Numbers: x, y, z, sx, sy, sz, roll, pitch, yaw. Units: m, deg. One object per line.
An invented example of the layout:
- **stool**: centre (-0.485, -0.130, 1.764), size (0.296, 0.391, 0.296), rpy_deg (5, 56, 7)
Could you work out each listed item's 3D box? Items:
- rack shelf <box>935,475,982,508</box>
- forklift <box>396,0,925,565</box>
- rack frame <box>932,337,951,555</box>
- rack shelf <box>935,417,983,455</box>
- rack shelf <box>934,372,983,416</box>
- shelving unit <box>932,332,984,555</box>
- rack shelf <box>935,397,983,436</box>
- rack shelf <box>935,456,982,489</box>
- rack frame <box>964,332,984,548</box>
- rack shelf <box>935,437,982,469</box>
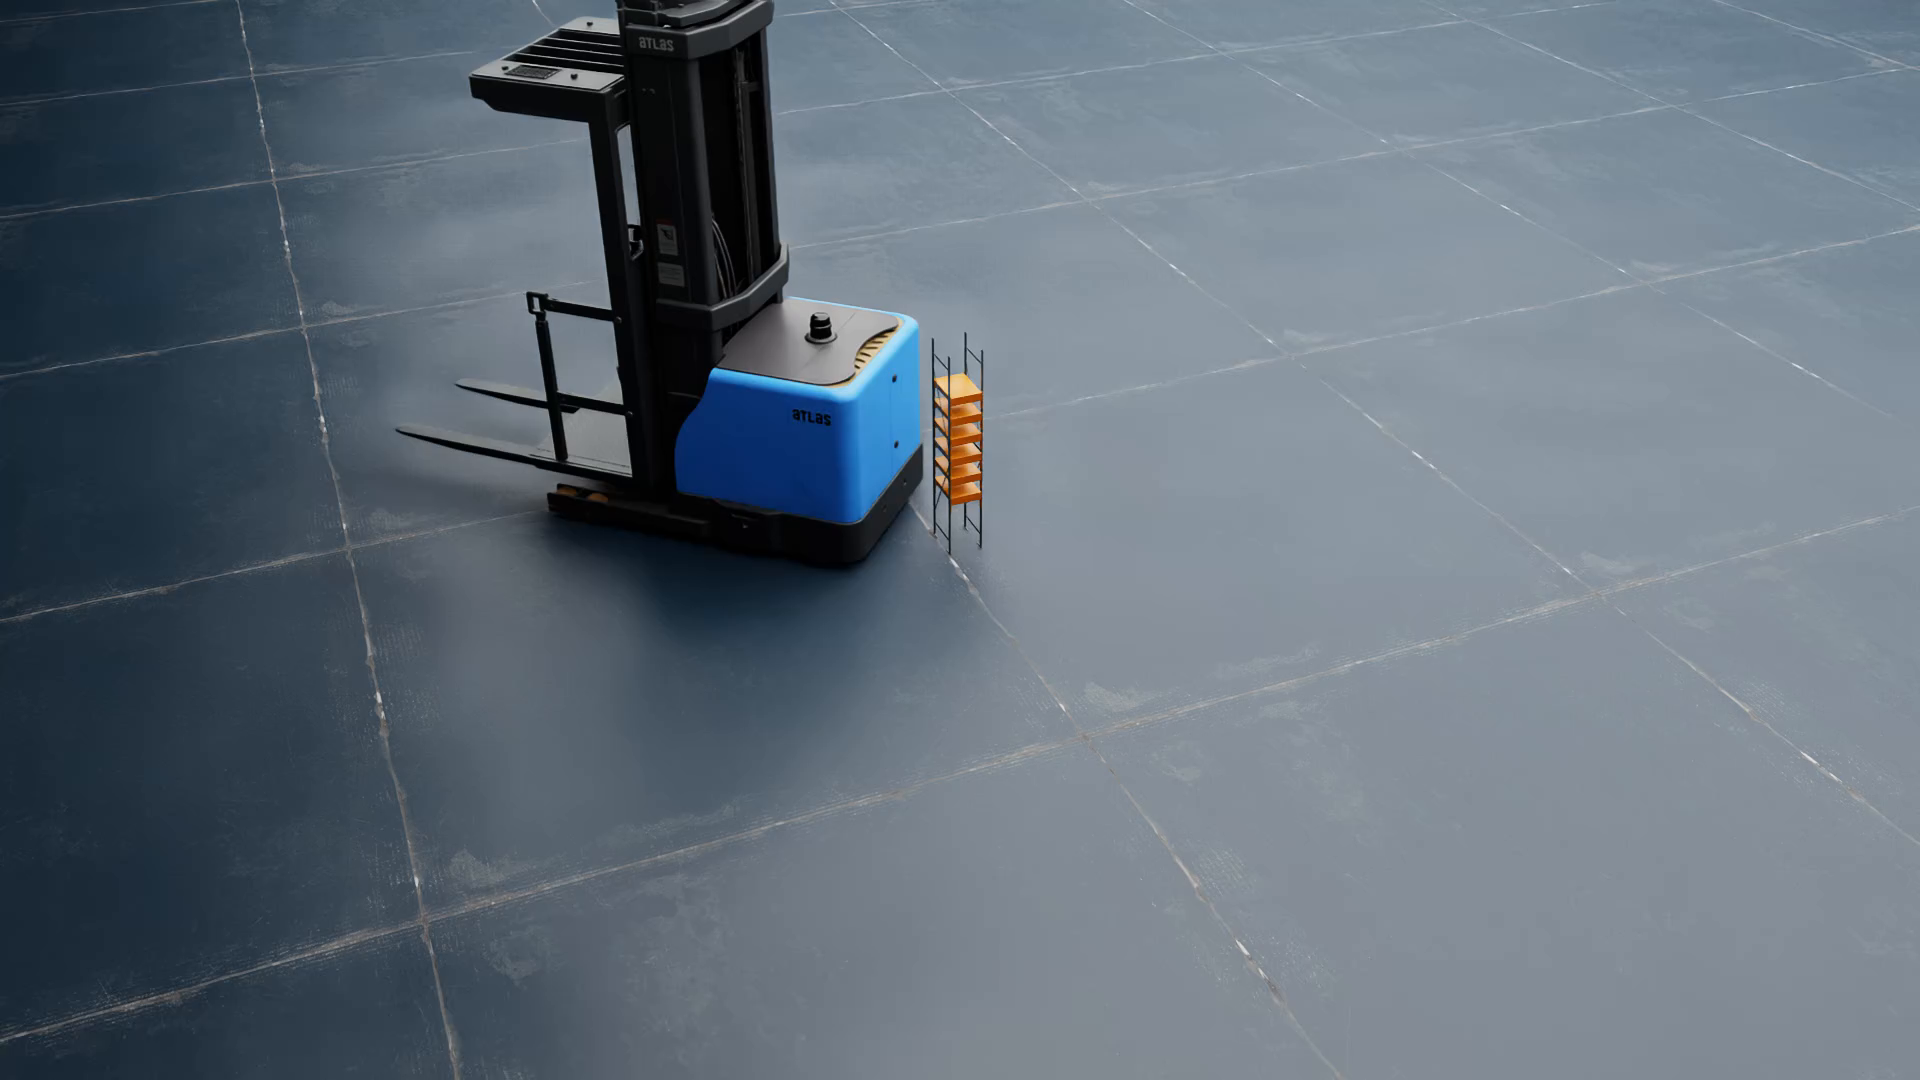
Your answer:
- **rack shelf**: centre (-0.013, -0.261, 8.991), size (0.180, 0.103, 0.258), rpy_deg (-13, 35, -19)
- **forklift**: centre (-1.776, -1.580, 8.908), size (3.031, 2.935, 1.130), rpy_deg (11, 35, 17)
- **rack frame**: centre (-0.098, -0.481, 8.806), size (0.006, 1.200, 0.240), rpy_deg (-13, 35, -19)
- **rack shelf**: centre (-0.013, -0.563, 8.795), size (0.180, 0.103, 0.258), rpy_deg (-13, 35, -19)
- **rack shelf**: centre (-0.013, -0.764, 8.664), size (0.180, 0.103, 0.258), rpy_deg (-13, 35, -19)
- **shelving unit**: centre (-0.013, -0.500, 8.836), size (0.189, 1.200, 0.258), rpy_deg (-13, 35, -19)
- **rack shelf**: centre (-0.013, -0.664, 8.729), size (0.180, 0.103, 0.258), rpy_deg (-13, 35, -19)
- **rack shelf**: centre (-0.013, -0.362, 8.926), size (0.180, 0.103, 0.258), rpy_deg (-13, 35, -19)
- **rack frame**: centre (0.071, -0.519, 8.866), size (0.006, 1.200, 0.240), rpy_deg (-13, 35, -19)
- **rack shelf**: centre (-0.013, -0.463, 8.860), size (0.180, 0.103, 0.258), rpy_deg (-13, 35, -19)
